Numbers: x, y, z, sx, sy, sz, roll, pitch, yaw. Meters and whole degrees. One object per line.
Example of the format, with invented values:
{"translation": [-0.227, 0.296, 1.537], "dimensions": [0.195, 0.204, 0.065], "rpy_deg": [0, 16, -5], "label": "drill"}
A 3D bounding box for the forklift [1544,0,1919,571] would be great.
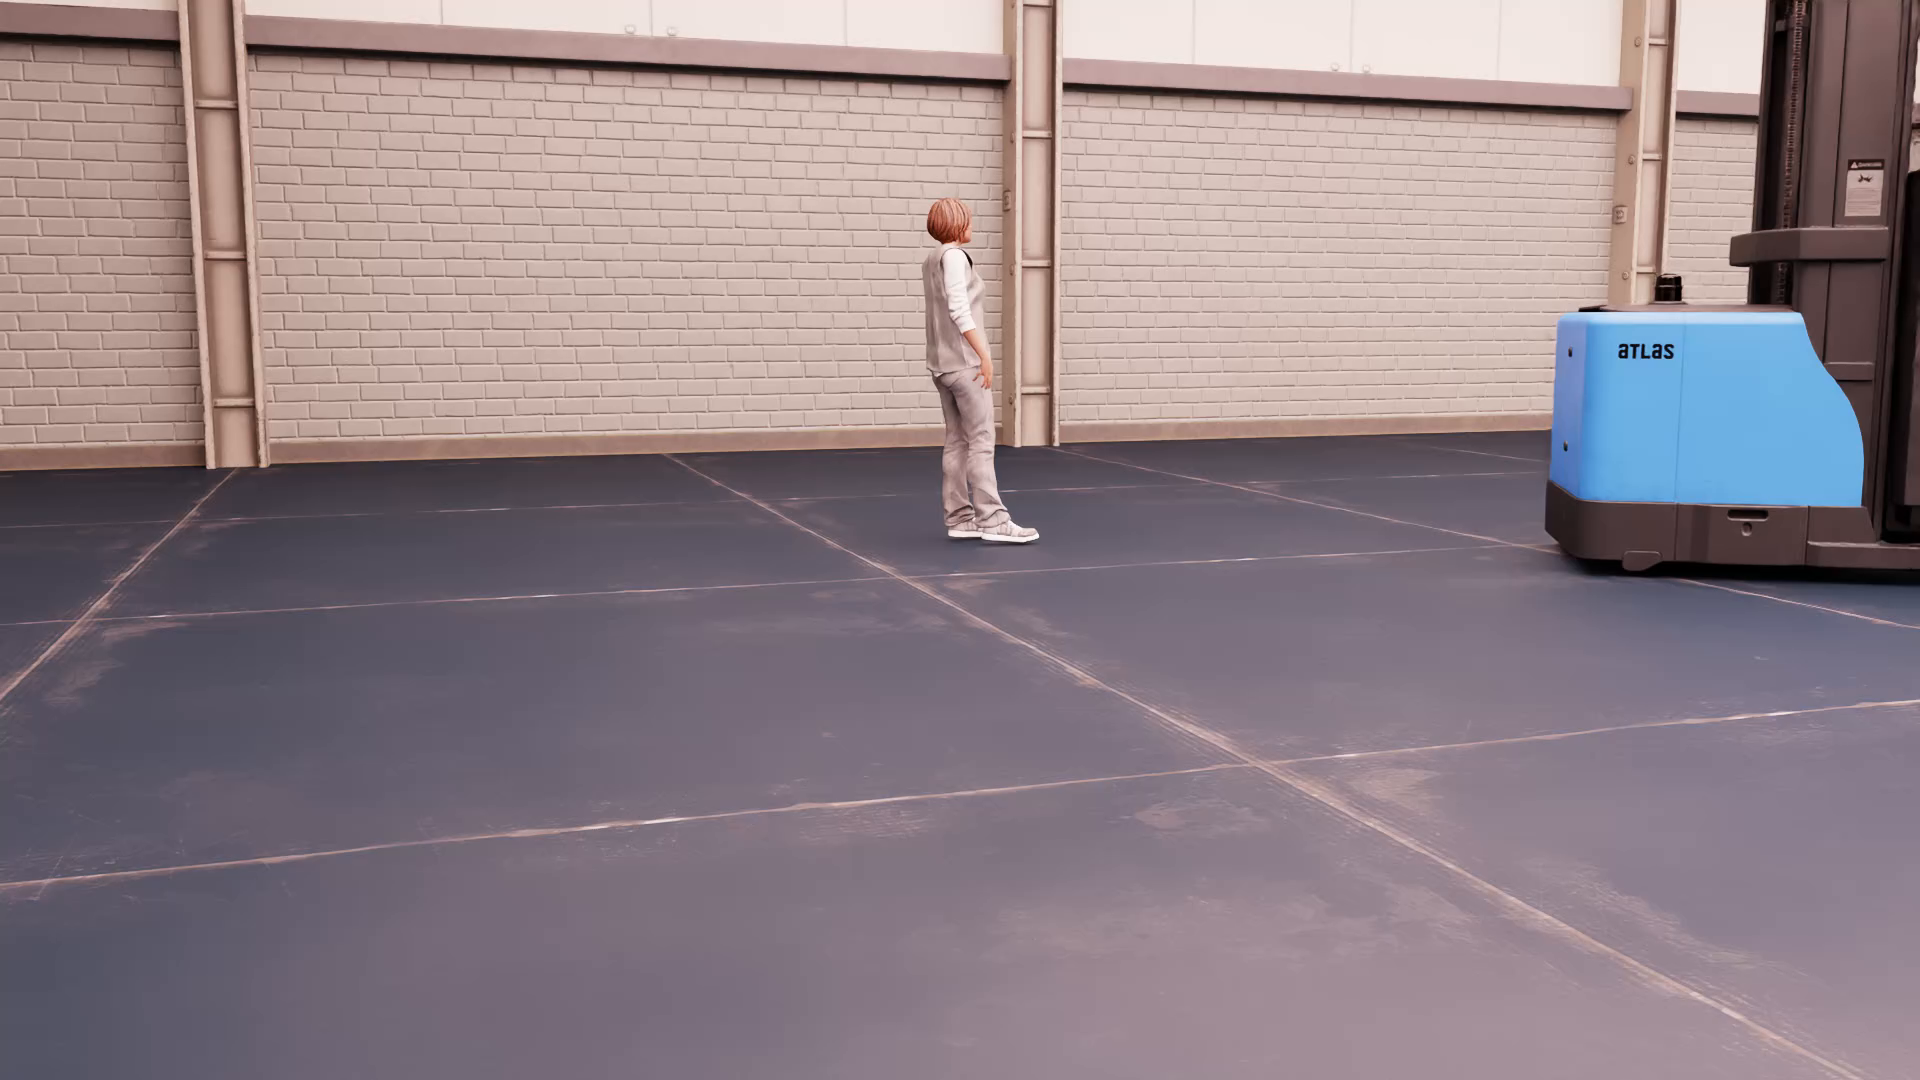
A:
{"translation": [4.113, -1.330, 6.825], "dimensions": [3.031, 2.935, 1.130], "rpy_deg": [2, 8, 12], "label": "forklift"}

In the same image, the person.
{"translation": [0.075, -0.800, 7.825], "dimensions": [0.473, 1.599, 0.520], "rpy_deg": [-3, 8, -18], "label": "person"}
